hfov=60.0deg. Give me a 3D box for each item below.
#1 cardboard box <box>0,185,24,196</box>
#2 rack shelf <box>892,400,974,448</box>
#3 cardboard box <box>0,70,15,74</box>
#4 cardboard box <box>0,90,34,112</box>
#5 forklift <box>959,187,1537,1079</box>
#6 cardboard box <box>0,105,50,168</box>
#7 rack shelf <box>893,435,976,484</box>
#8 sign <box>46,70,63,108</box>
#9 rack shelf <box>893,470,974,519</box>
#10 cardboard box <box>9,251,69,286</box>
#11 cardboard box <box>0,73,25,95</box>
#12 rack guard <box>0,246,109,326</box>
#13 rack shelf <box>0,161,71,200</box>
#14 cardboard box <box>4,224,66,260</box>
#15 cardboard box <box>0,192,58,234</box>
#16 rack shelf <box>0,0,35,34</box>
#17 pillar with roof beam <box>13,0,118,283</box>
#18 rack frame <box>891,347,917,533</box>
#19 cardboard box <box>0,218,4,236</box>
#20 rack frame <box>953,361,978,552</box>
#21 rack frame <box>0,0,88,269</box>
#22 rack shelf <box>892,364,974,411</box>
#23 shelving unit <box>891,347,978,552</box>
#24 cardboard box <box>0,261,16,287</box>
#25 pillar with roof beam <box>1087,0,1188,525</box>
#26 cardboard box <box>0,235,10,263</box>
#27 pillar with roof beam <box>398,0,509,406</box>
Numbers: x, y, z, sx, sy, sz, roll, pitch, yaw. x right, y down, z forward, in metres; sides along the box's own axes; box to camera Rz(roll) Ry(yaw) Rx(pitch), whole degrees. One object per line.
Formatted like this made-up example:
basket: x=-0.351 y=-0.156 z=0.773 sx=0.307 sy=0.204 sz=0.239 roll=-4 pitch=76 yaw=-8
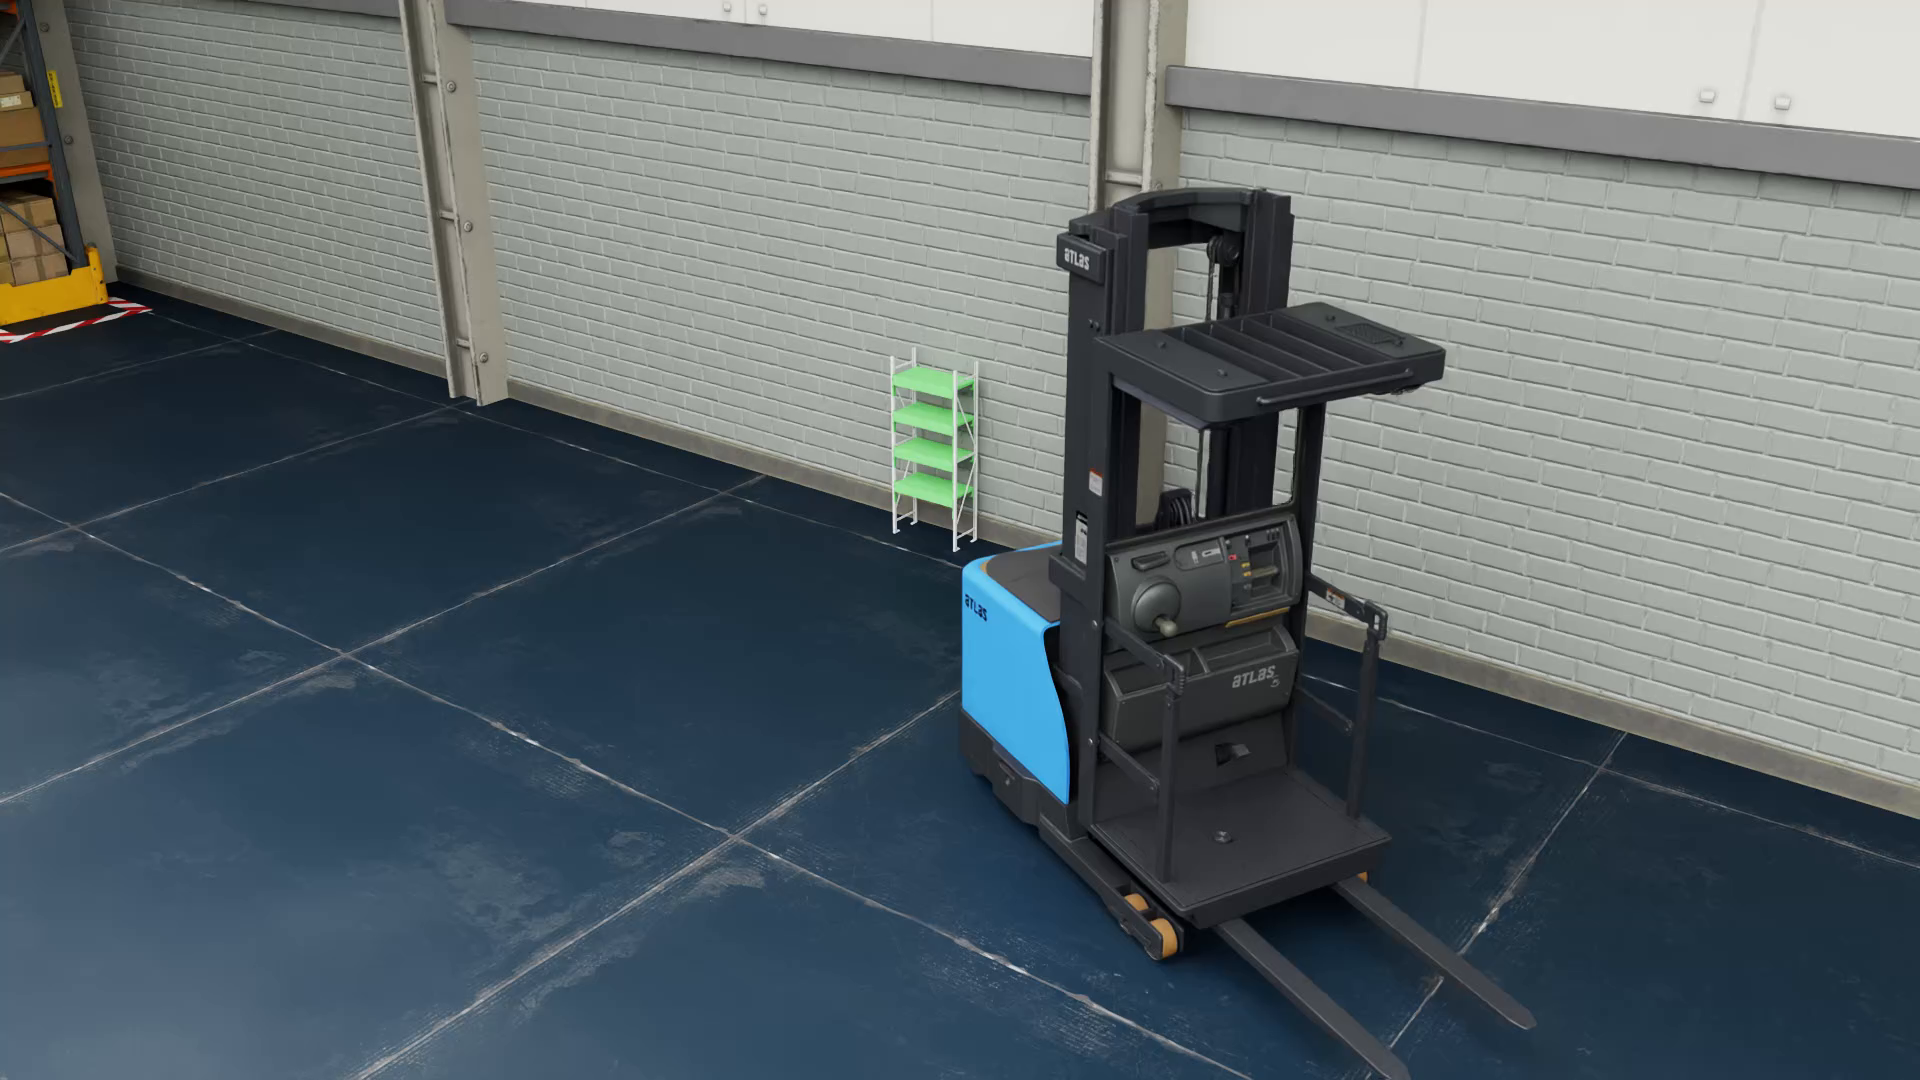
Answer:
cardboard box: x=-9.311 y=-3.207 z=15.957 sx=0.500 sy=0.250 sz=0.500 roll=17 pitch=29 yaw=33
rack shelf: x=-0.160 y=-0.735 z=10.492 sx=0.480 sy=0.148 sz=0.258 roll=17 pitch=28 yaw=33
cardboard box: x=-8.954 y=-4.232 z=15.337 sx=0.250 sy=0.149 sz=0.380 roll=18 pitch=29 yaw=35
cardboard box: x=-8.754 y=-4.027 z=15.240 sx=0.250 sy=0.149 sz=0.380 roll=16 pitch=28 yaw=32
forklift: x=1.130 y=0.176 z=6.716 sx=1.130 sy=2.935 sz=3.031 roll=-12 pitch=27 yaw=-25
cardboard box: x=-8.868 y=-3.774 z=15.470 sx=0.500 sy=0.500 sz=0.500 roll=18 pitch=29 yaw=35
rack shelf: x=-0.161 y=-0.515 z=10.588 sx=0.480 sy=0.148 sz=0.258 roll=17 pitch=28 yaw=33
sign: x=-8.300 y=-4.128 z=15.228 sx=0.005 sy=0.325 sz=0.100 roll=17 pitch=29 yaw=33
rack shelf: x=-0.162 y=-0.295 z=10.684 sx=0.480 sy=0.148 sz=0.258 roll=17 pitch=28 yaw=33
cardboard box: x=-8.914 y=-2.634 z=15.898 sx=0.500 sy=0.250 sz=0.500 roll=17 pitch=29 yaw=34
cardboard box: x=-8.779 y=-4.147 z=15.145 sx=0.250 sy=0.149 sz=0.380 roll=16 pitch=28 yaw=32
rack guard: x=-8.619 y=-2.369 z=15.506 sx=0.348 sy=0.500 sz=1.175 roll=17 pitch=29 yaw=33
rack shelf: x=-10.238 y=-3.673 z=16.258 sx=4.000 sy=0.370 sz=1.077 roll=17 pitch=29 yaw=33
cardboard box: x=-8.890 y=-2.862 z=15.794 sx=0.500 sy=0.250 sz=0.500 roll=17 pitch=29 yaw=34
cardboard box: x=-8.909 y=-3.087 z=15.686 sx=0.500 sy=0.250 sz=0.500 roll=16 pitch=29 yaw=33
rack shelf: x=-10.238 y=-5.045 z=15.653 sx=4.000 sy=0.370 sz=1.077 roll=17 pitch=29 yaw=33
pillar with roof beam: x=-11.237 y=-5.334 z=11.695 sx=0.400 sy=9.000 sz=9.100 roll=17 pitch=29 yaw=33
rack frame: x=-0.358 y=-0.632 z=10.695 sx=0.015 sy=1.200 sz=0.240 roll=17 pitch=28 yaw=33
cardboard box: x=-9.194 y=-2.921 z=15.308 sx=0.500 sy=0.250 sz=0.500 roll=18 pitch=29 yaw=35
rack frame: x=0.036 y=-0.515 z=10.430 sx=0.015 sy=1.200 sz=0.240 roll=17 pitch=28 yaw=33
rack frame: x=-8.638 y=-3.518 z=15.015 sx=0.127 sy=3.000 sz=1.000 roll=17 pitch=29 yaw=33
rack shelf: x=-0.160 y=-0.955 z=10.396 sx=0.480 sy=0.148 sz=0.258 roll=17 pitch=28 yaw=33
shelving unit: x=-0.161 y=-0.574 z=10.562 sx=0.503 sy=1.200 sz=0.258 roll=17 pitch=28 yaw=33
cardboard box: x=-9.204 y=-2.464 z=15.511 sx=0.500 sy=0.250 sz=0.500 roll=17 pitch=29 yaw=34
pillar with roof beam: x=-1.634 y=-2.432 z=5.109 sx=0.400 sy=9.000 sz=9.100 roll=17 pitch=29 yaw=33
cardboard box: x=-9.215 y=-2.698 z=15.422 sx=0.500 sy=0.250 sz=0.500 roll=16 pitch=29 yaw=33
pillar with roof beam: x=-6.435 y=-3.883 z=8.402 sx=0.400 sy=9.000 sz=9.100 roll=17 pitch=29 yaw=33
